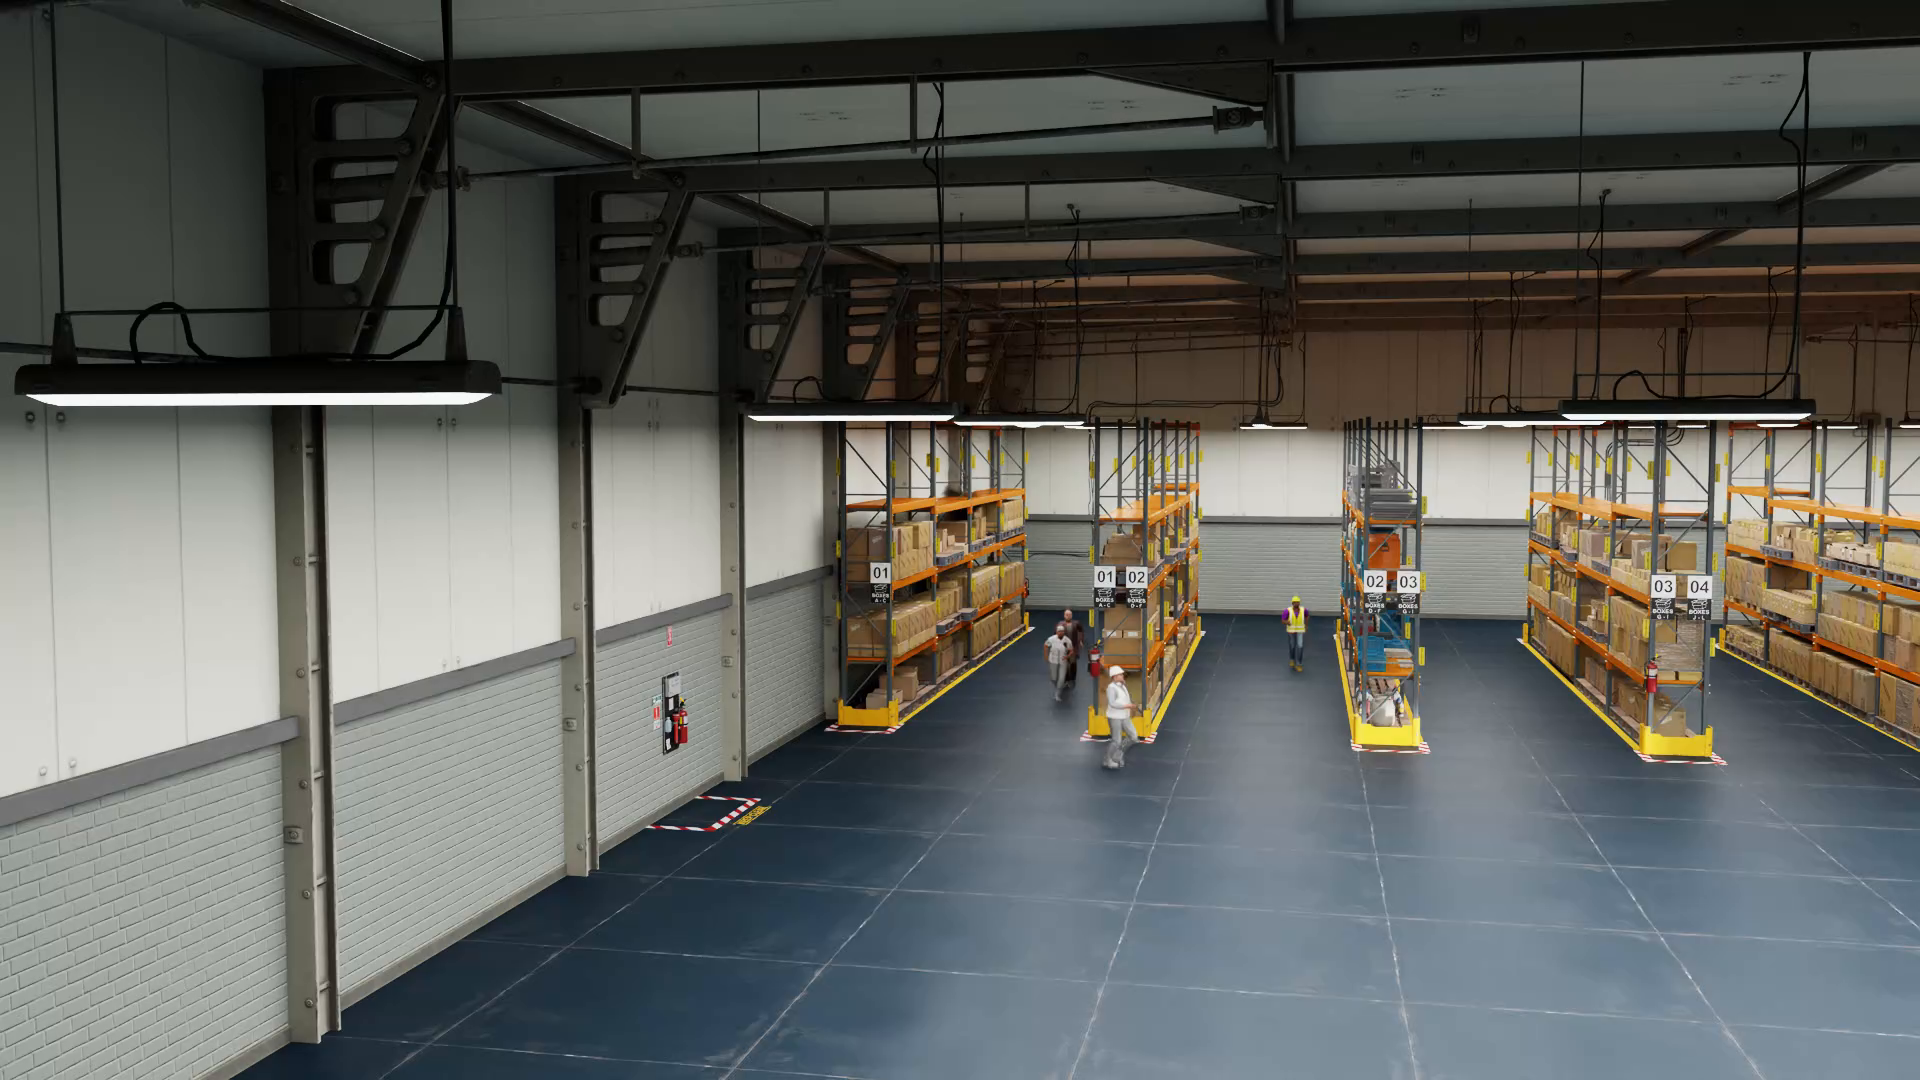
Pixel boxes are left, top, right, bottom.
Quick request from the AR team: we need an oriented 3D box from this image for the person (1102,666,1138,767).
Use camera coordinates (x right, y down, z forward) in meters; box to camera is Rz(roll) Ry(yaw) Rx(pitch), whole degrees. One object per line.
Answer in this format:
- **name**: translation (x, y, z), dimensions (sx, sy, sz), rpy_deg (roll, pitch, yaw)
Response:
- **person**: translation (2.730, 3.003, 28.248), dimensions (0.650, 1.735, 0.628), rpy_deg (3, 5, 35)

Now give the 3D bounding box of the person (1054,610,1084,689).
- **person**: translation (2.427, 2.437, 37.070), dimensions (0.672, 1.771, 0.815), rpy_deg (0, 4, 4)

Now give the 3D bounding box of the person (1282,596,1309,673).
- **person**: translation (8.053, 2.239, 39.964), dimensions (0.640, 1.796, 0.890), rpy_deg (1, 4, 12)

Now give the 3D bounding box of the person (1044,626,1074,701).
- **person**: translation (2.104, 2.633, 35.522), dimensions (0.644, 1.624, 0.646), rpy_deg (0, 4, 4)
